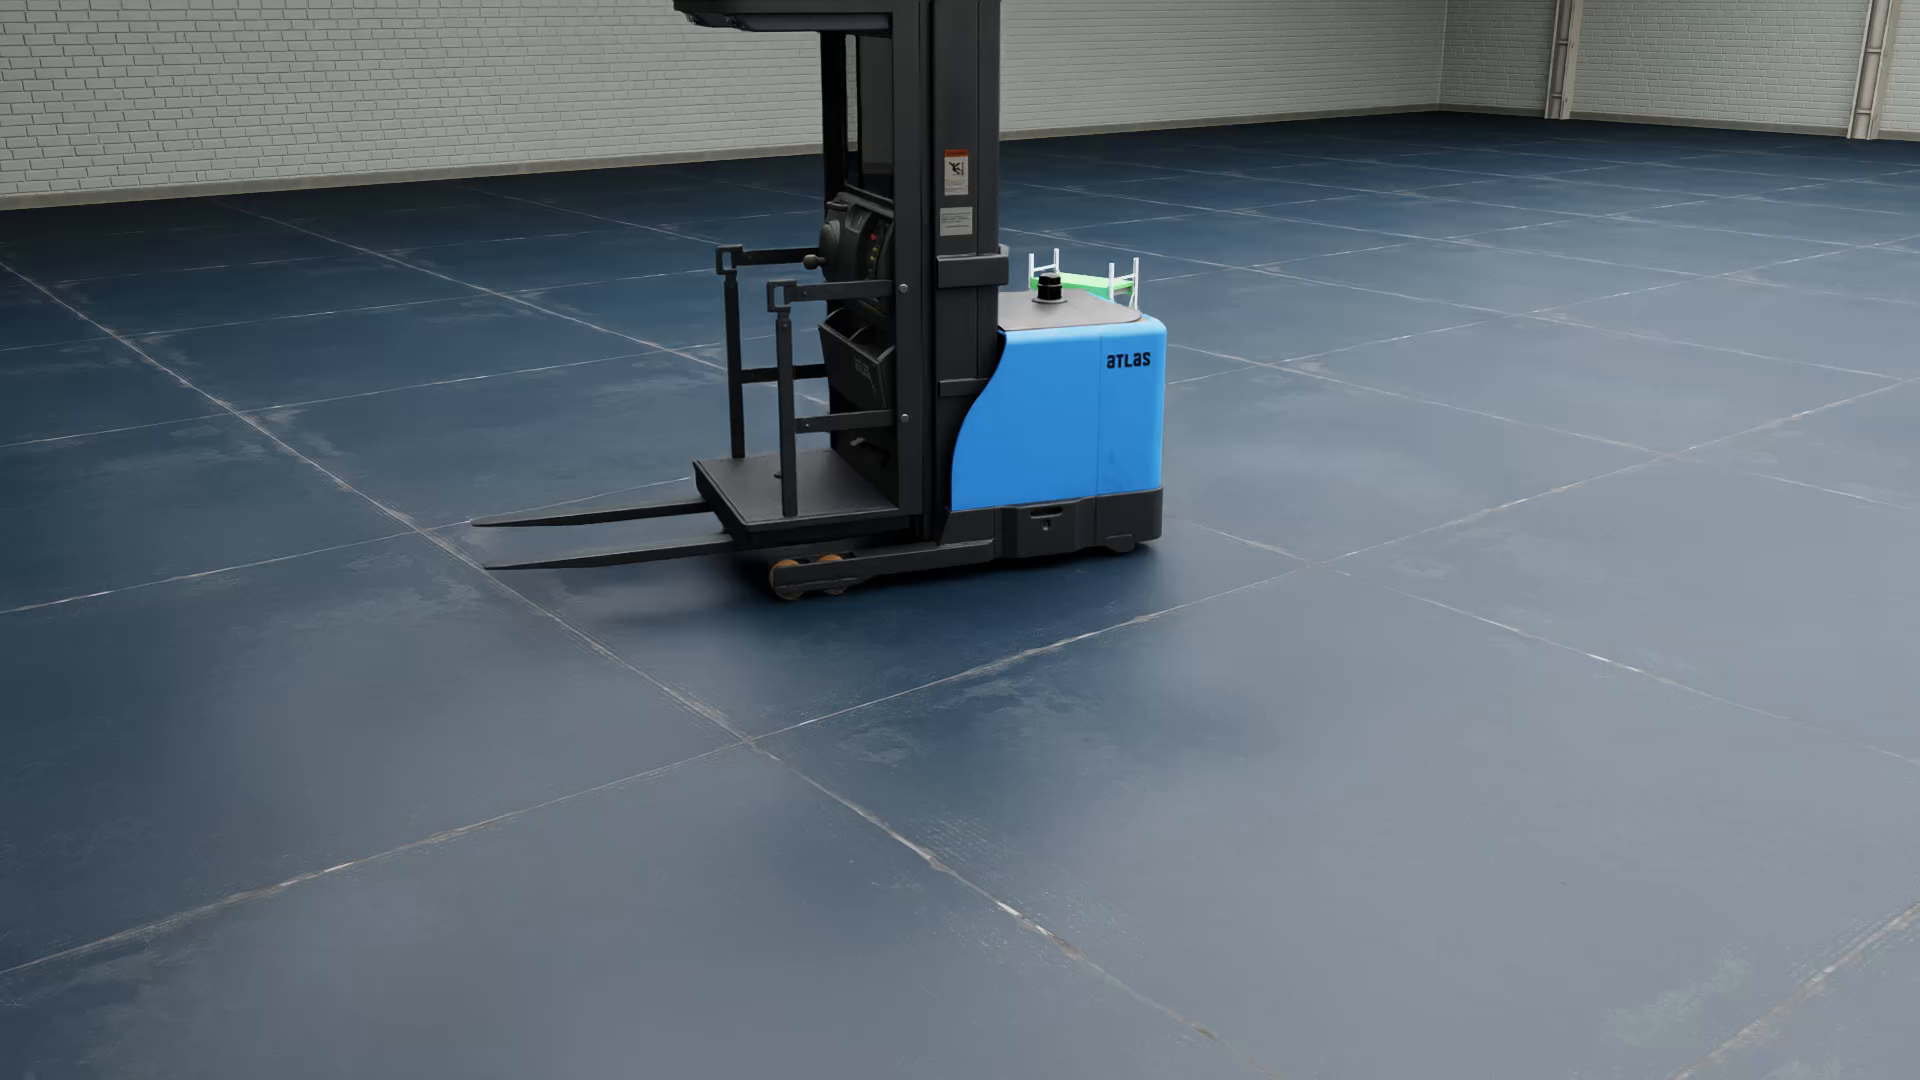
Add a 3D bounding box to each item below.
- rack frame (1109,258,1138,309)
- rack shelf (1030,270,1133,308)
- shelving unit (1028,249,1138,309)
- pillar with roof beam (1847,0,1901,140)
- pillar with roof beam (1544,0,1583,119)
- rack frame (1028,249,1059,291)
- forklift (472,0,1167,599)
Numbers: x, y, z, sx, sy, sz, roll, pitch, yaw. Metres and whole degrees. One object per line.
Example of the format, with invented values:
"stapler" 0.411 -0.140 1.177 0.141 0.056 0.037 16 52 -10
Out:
"rack frame" 0.809 -0.808 8.394 0.015 1.200 0.240 14 23 36
"rack shelf" 0.619 -1.251 8.409 0.480 0.148 0.258 14 23 36
"shelving unit" 0.619 -0.856 8.539 0.503 1.200 0.258 14 23 36
"pillar with roof beam" 12.395 -10.454 25.117 9.100 9.000 0.400 -14 23 -36
"pillar with roof beam" 8.670 -11.932 29.582 9.100 9.000 0.400 -14 23 -36
"rack frame" 0.429 -0.904 8.684 0.015 1.200 0.240 14 23 36
"forklift" -0.636 -1.325 7.200 3.031 2.935 1.130 -6 19 -19
